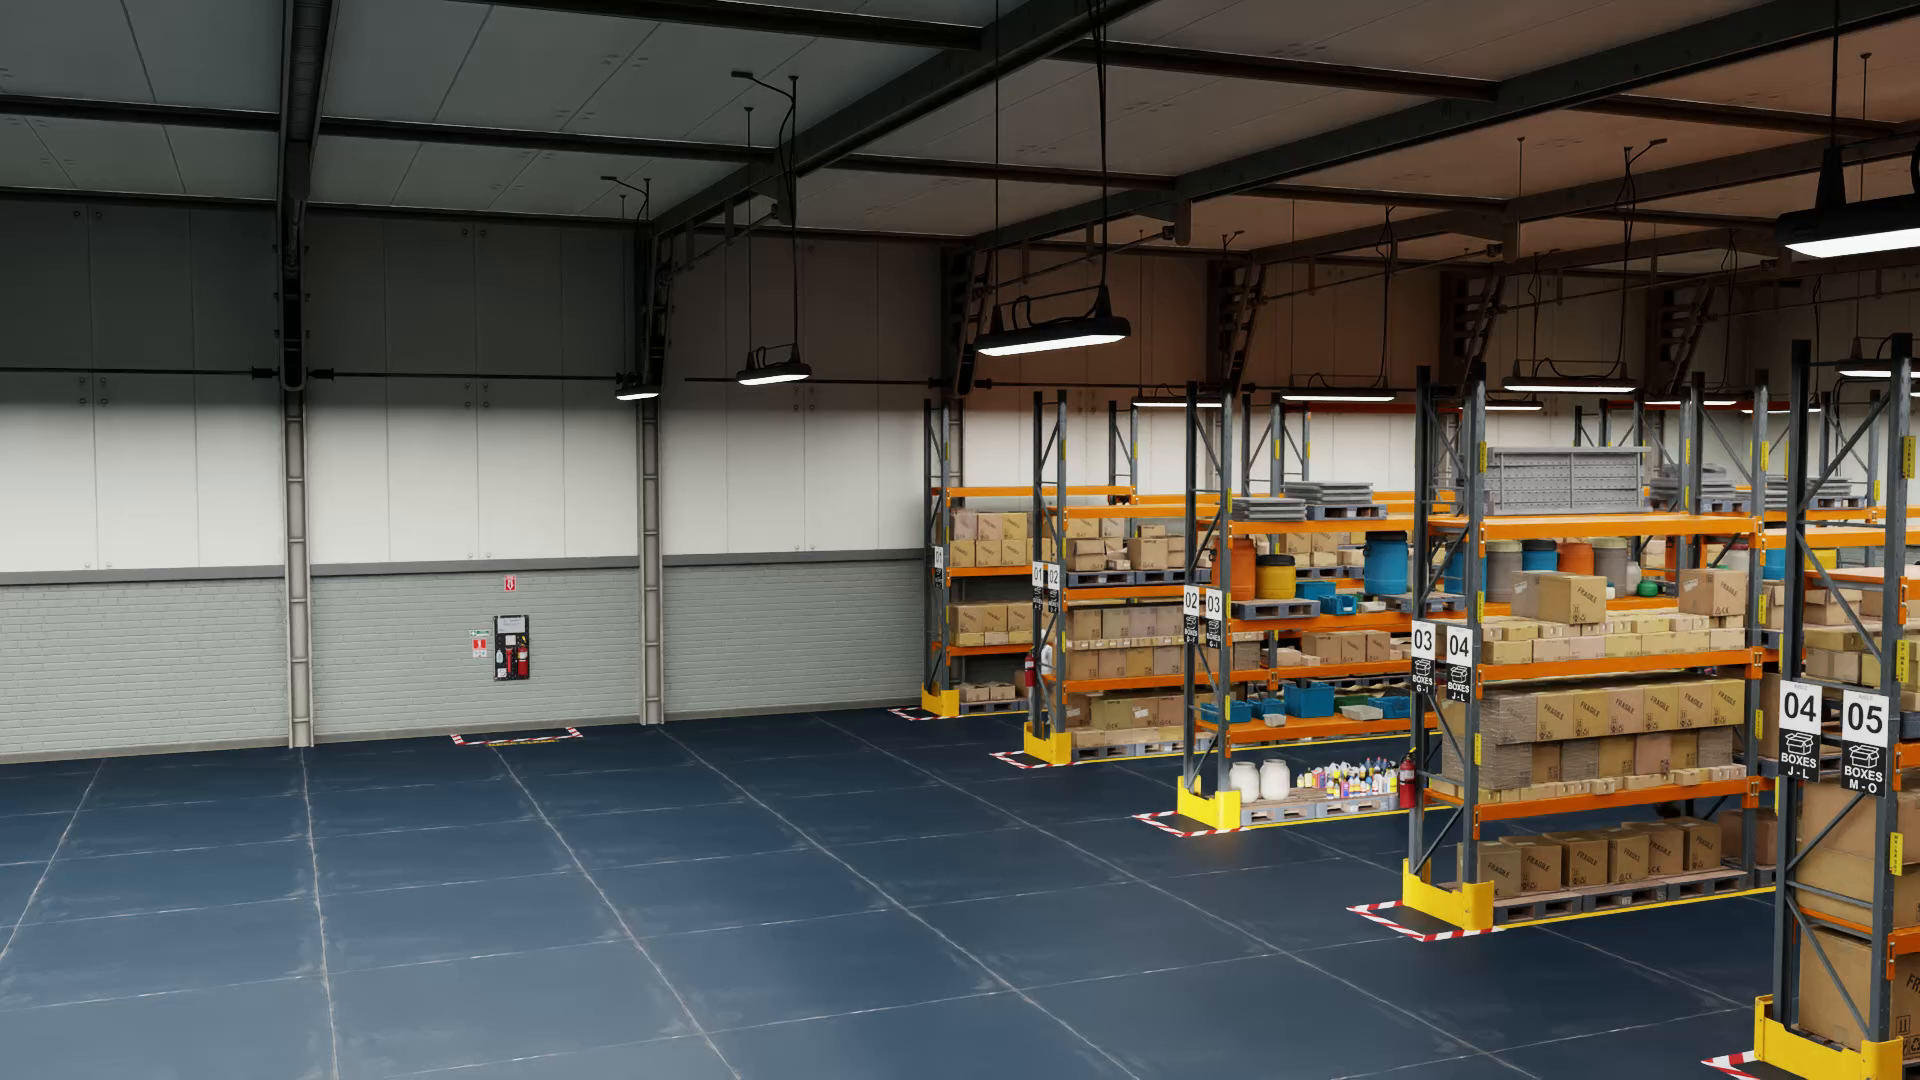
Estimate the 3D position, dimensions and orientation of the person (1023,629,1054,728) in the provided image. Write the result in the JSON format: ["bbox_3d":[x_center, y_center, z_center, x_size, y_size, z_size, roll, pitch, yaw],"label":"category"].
[{"bbox_3d":[1.477,2.508,30.201,0.581,1.786,0.687,3,5,43],"label":"person"}]

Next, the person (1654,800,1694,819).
[{"bbox_3d":[9.190,3.069,21.437,0.635,1.684,0.751,-1,3,-14],"label":"person"}]
